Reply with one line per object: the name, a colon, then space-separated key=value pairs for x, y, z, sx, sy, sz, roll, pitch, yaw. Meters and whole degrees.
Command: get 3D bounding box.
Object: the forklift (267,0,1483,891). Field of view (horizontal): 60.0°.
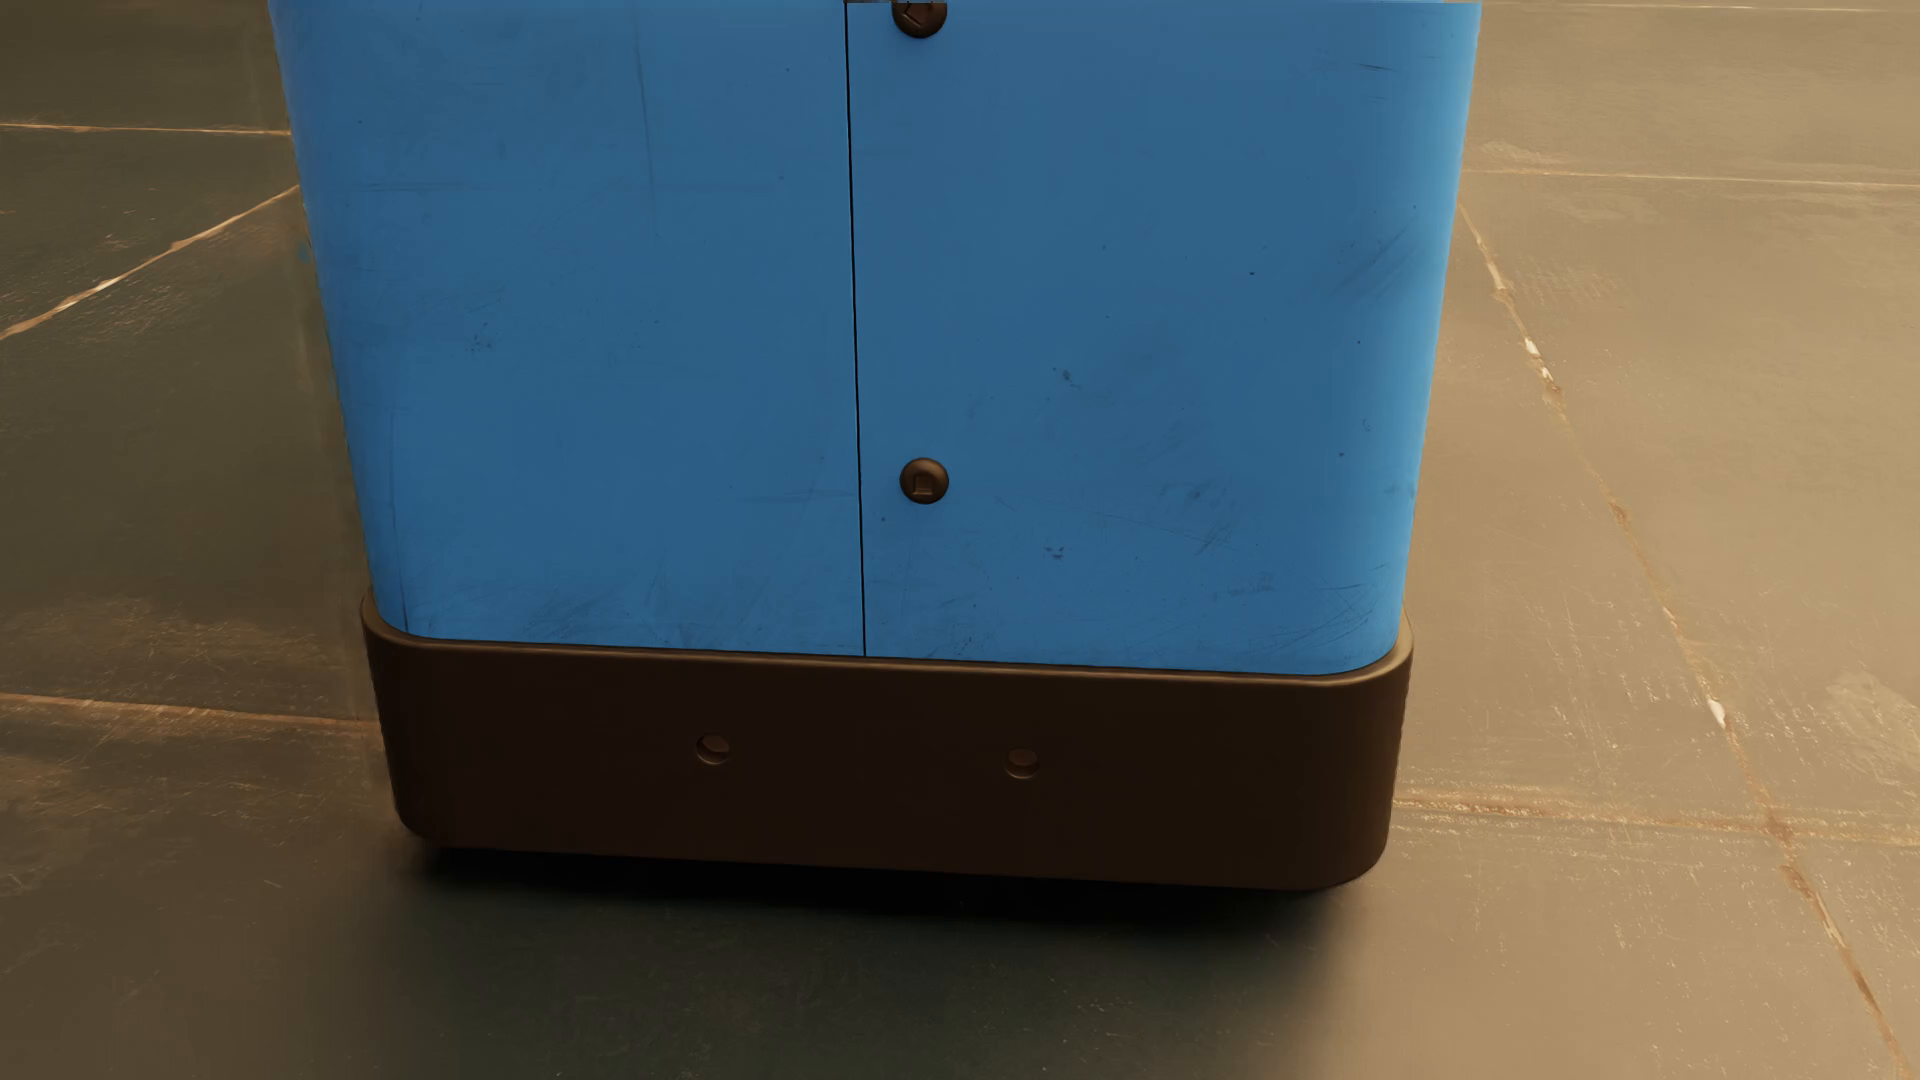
forklift: x=0.033 y=-1.589 z=2.402 sx=1.130 sy=2.935 sz=3.031 roll=2 pitch=27 yaw=4
